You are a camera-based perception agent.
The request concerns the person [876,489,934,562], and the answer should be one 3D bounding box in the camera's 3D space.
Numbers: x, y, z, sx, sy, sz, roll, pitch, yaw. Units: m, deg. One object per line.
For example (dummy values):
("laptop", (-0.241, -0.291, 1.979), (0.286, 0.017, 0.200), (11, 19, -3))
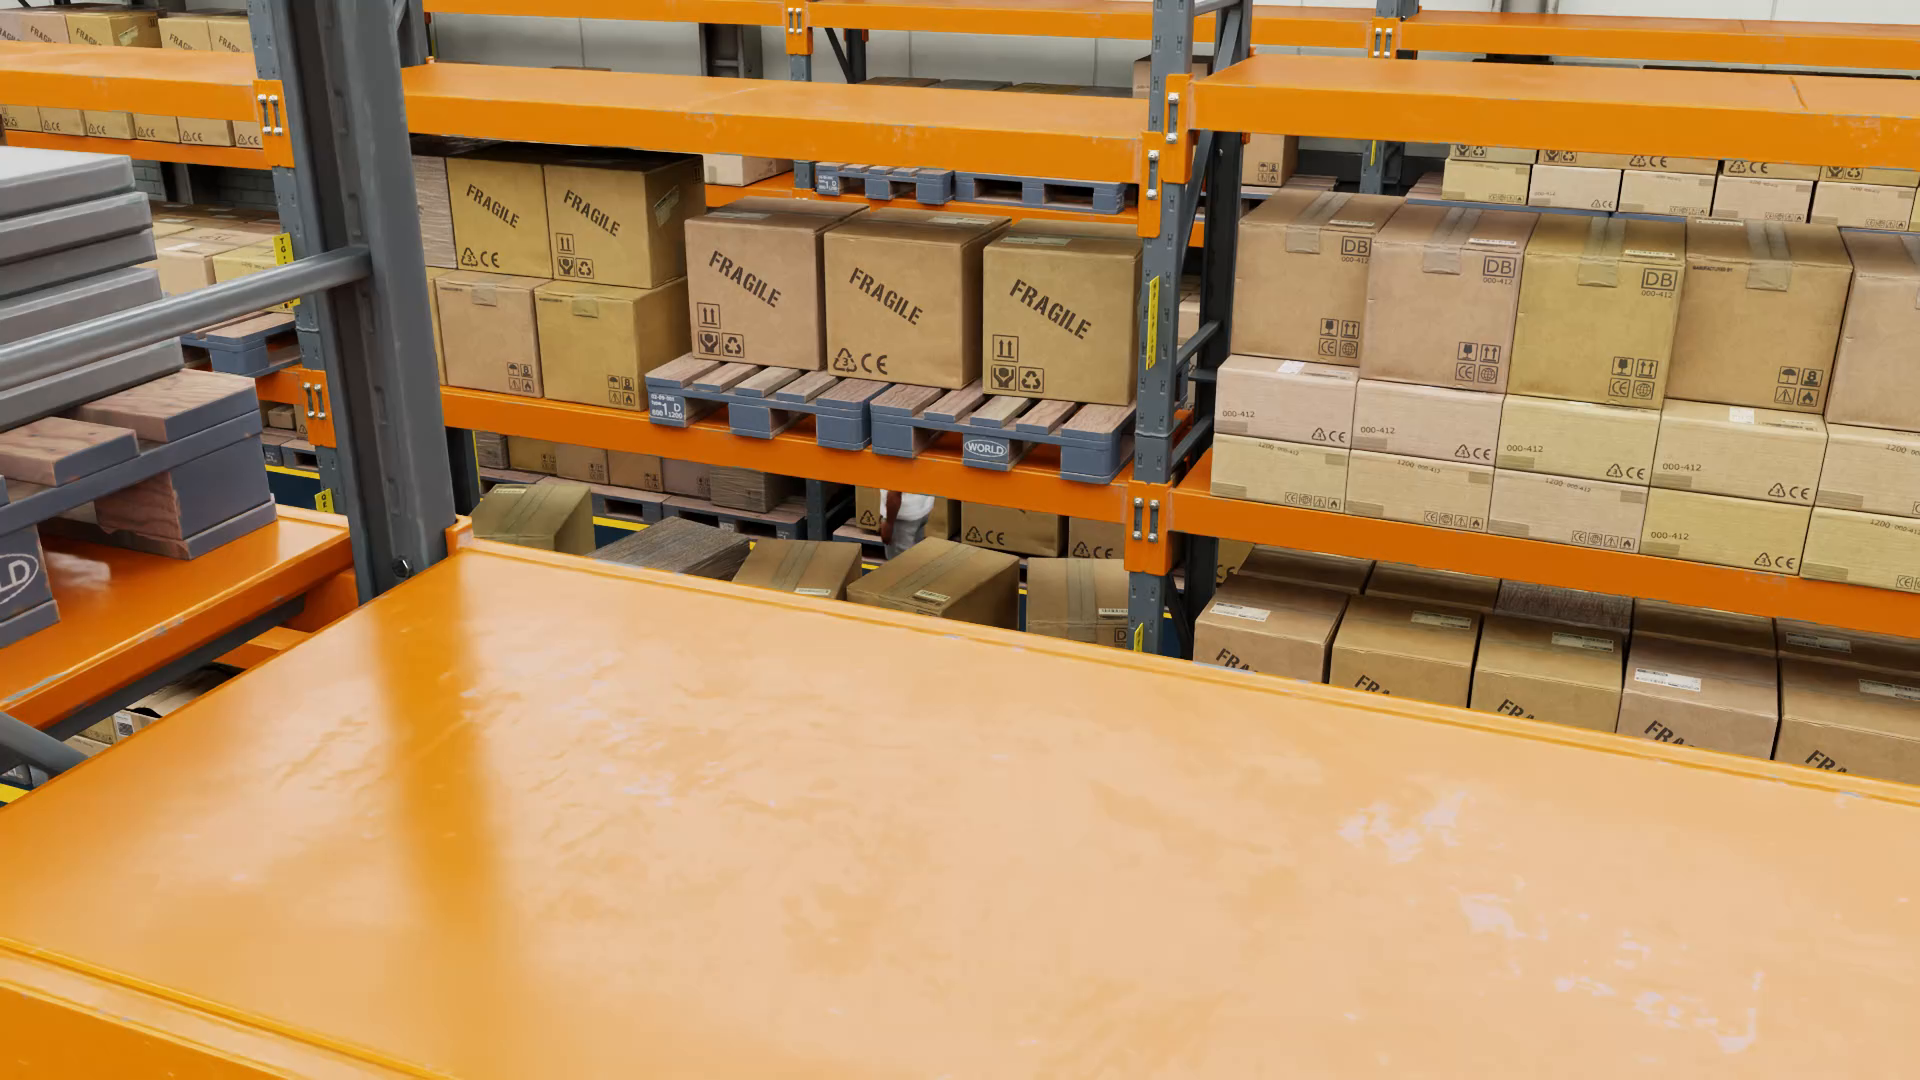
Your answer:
("person", (-0.370, -0.186, 11.365), (0.365, 1.764, 0.562), (10, 24, 22))
